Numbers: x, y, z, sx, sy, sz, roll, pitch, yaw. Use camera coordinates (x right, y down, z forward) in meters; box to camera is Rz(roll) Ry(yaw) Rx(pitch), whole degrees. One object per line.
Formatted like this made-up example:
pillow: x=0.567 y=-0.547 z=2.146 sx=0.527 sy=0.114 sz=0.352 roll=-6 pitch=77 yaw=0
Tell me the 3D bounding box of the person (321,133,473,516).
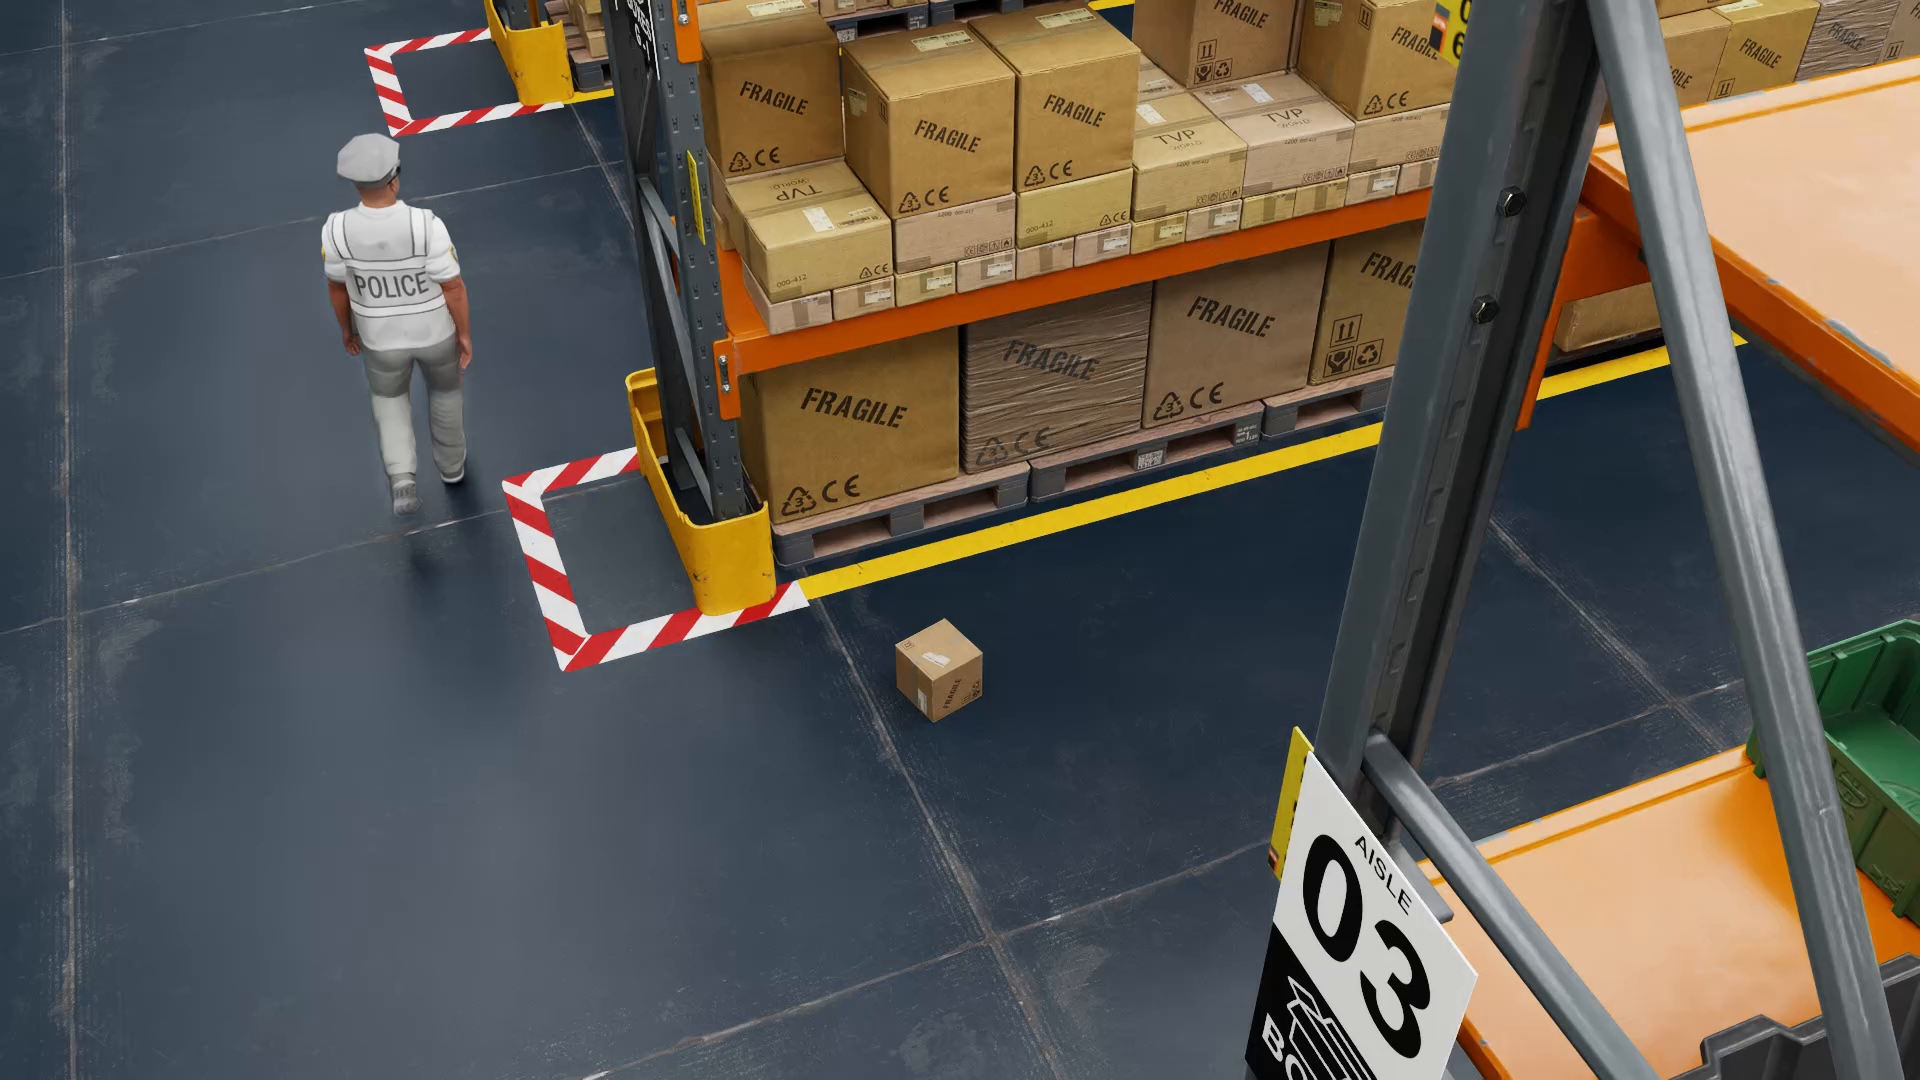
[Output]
person: x=-2.375 y=-0.897 z=7.124 sx=0.578 sy=1.747 sz=0.695 roll=-7 pitch=42 yaw=-8
